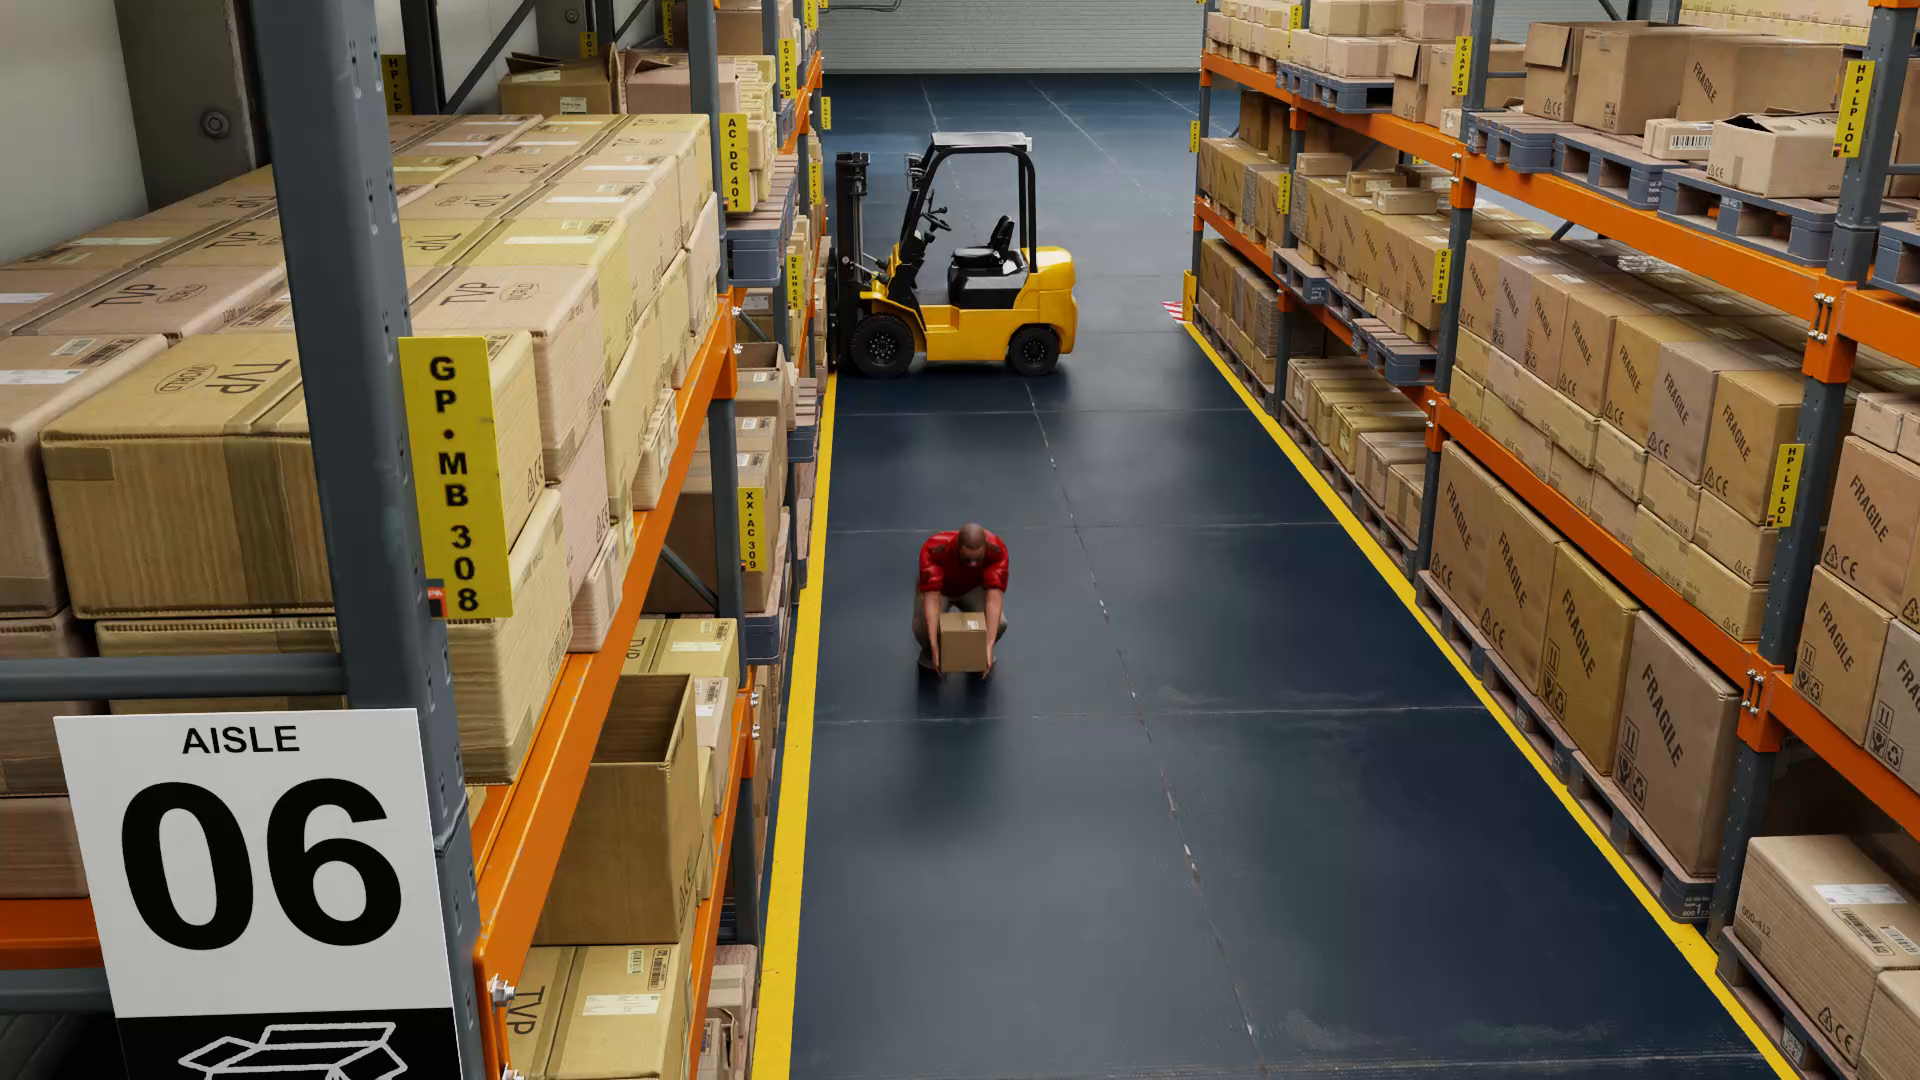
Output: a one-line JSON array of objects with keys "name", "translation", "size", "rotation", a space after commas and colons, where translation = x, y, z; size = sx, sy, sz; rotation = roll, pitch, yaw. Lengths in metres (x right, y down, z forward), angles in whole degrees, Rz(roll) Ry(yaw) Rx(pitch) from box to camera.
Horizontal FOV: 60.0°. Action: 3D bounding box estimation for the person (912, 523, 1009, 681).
[{"name": "person", "translation": [-0.005, 0.300, 9.398], "size": [0.544, 0.976, 0.883], "rotation": [-1, 20, -4]}]
